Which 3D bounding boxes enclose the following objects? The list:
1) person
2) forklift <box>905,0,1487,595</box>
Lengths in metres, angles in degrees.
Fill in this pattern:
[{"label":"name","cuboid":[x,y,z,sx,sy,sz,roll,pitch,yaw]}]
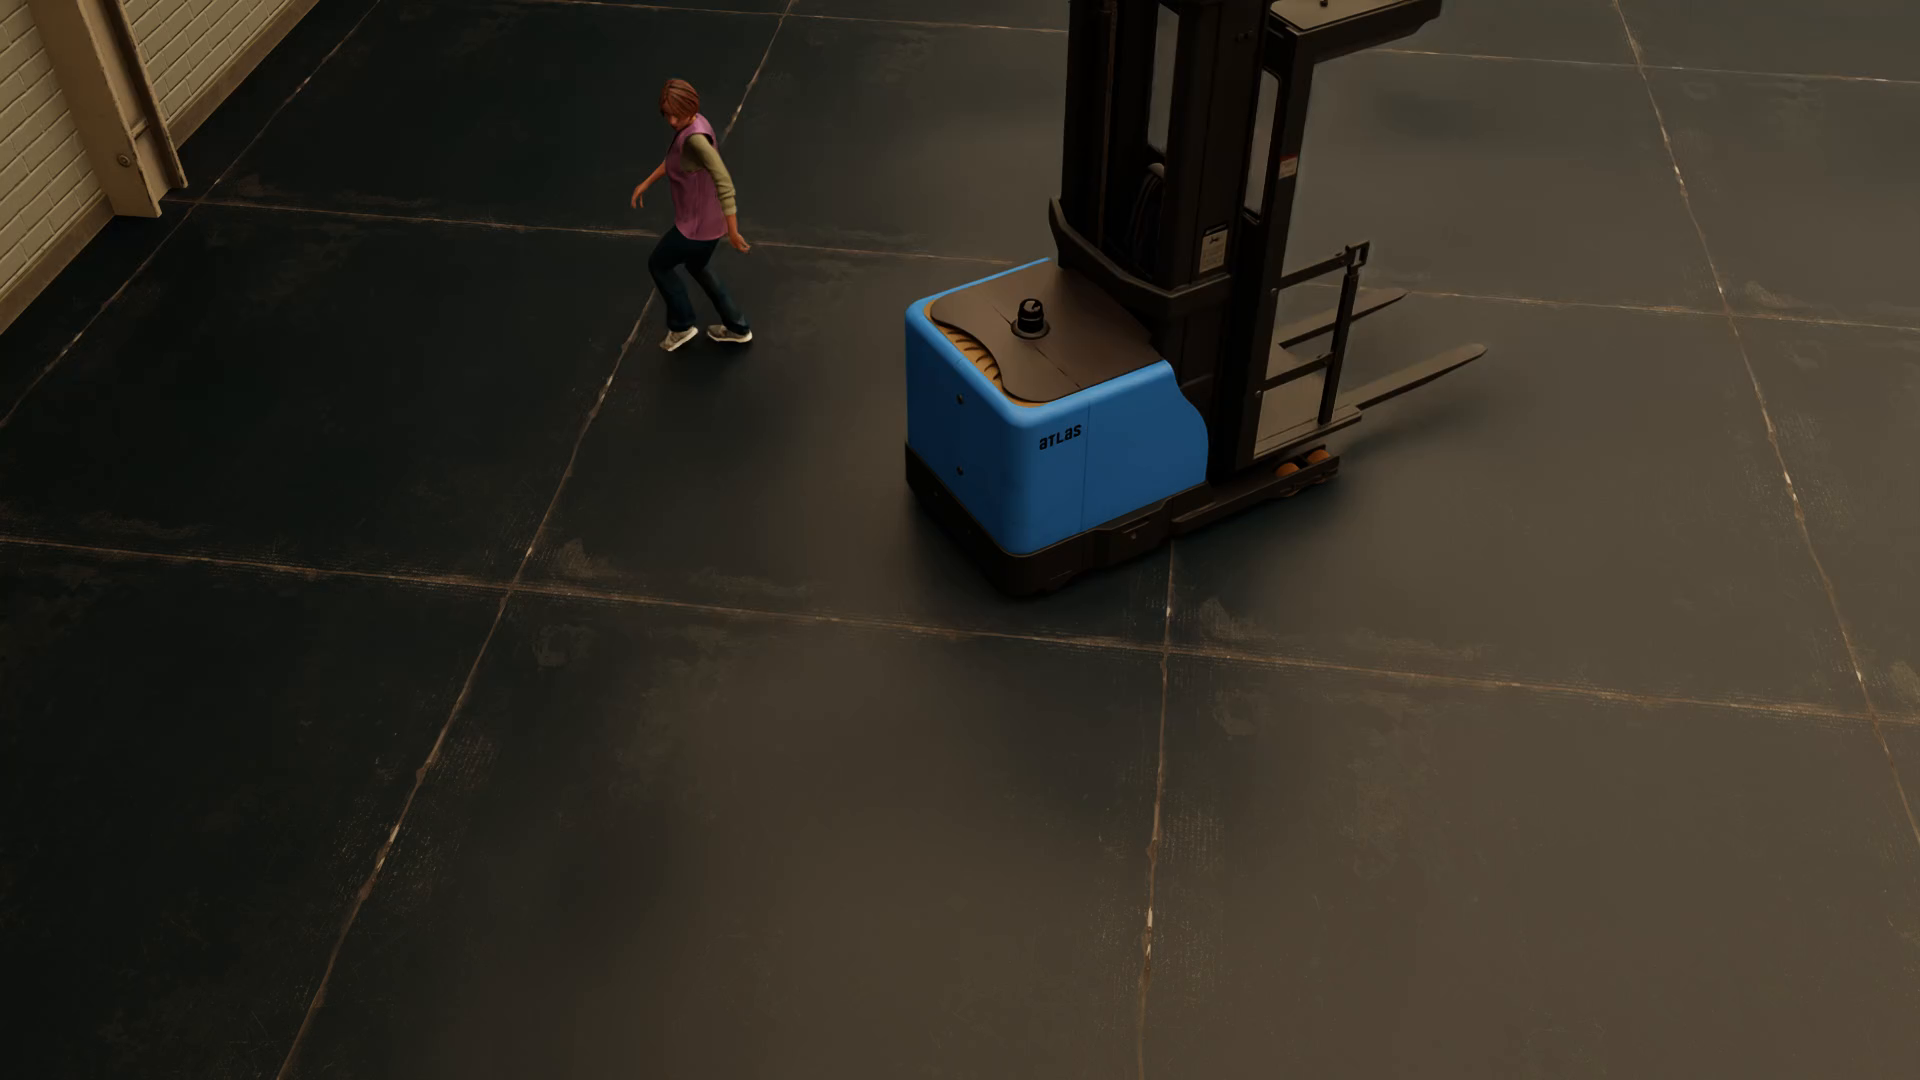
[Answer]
[{"label":"person","cuboid":[-1.343,-1.628,8.564,0.693,1.586,0.505,8,43,9]},{"label":"forklift","cuboid":[1.267,-1.577,7.441,3.031,2.935,1.130,-22,47,-22]}]
